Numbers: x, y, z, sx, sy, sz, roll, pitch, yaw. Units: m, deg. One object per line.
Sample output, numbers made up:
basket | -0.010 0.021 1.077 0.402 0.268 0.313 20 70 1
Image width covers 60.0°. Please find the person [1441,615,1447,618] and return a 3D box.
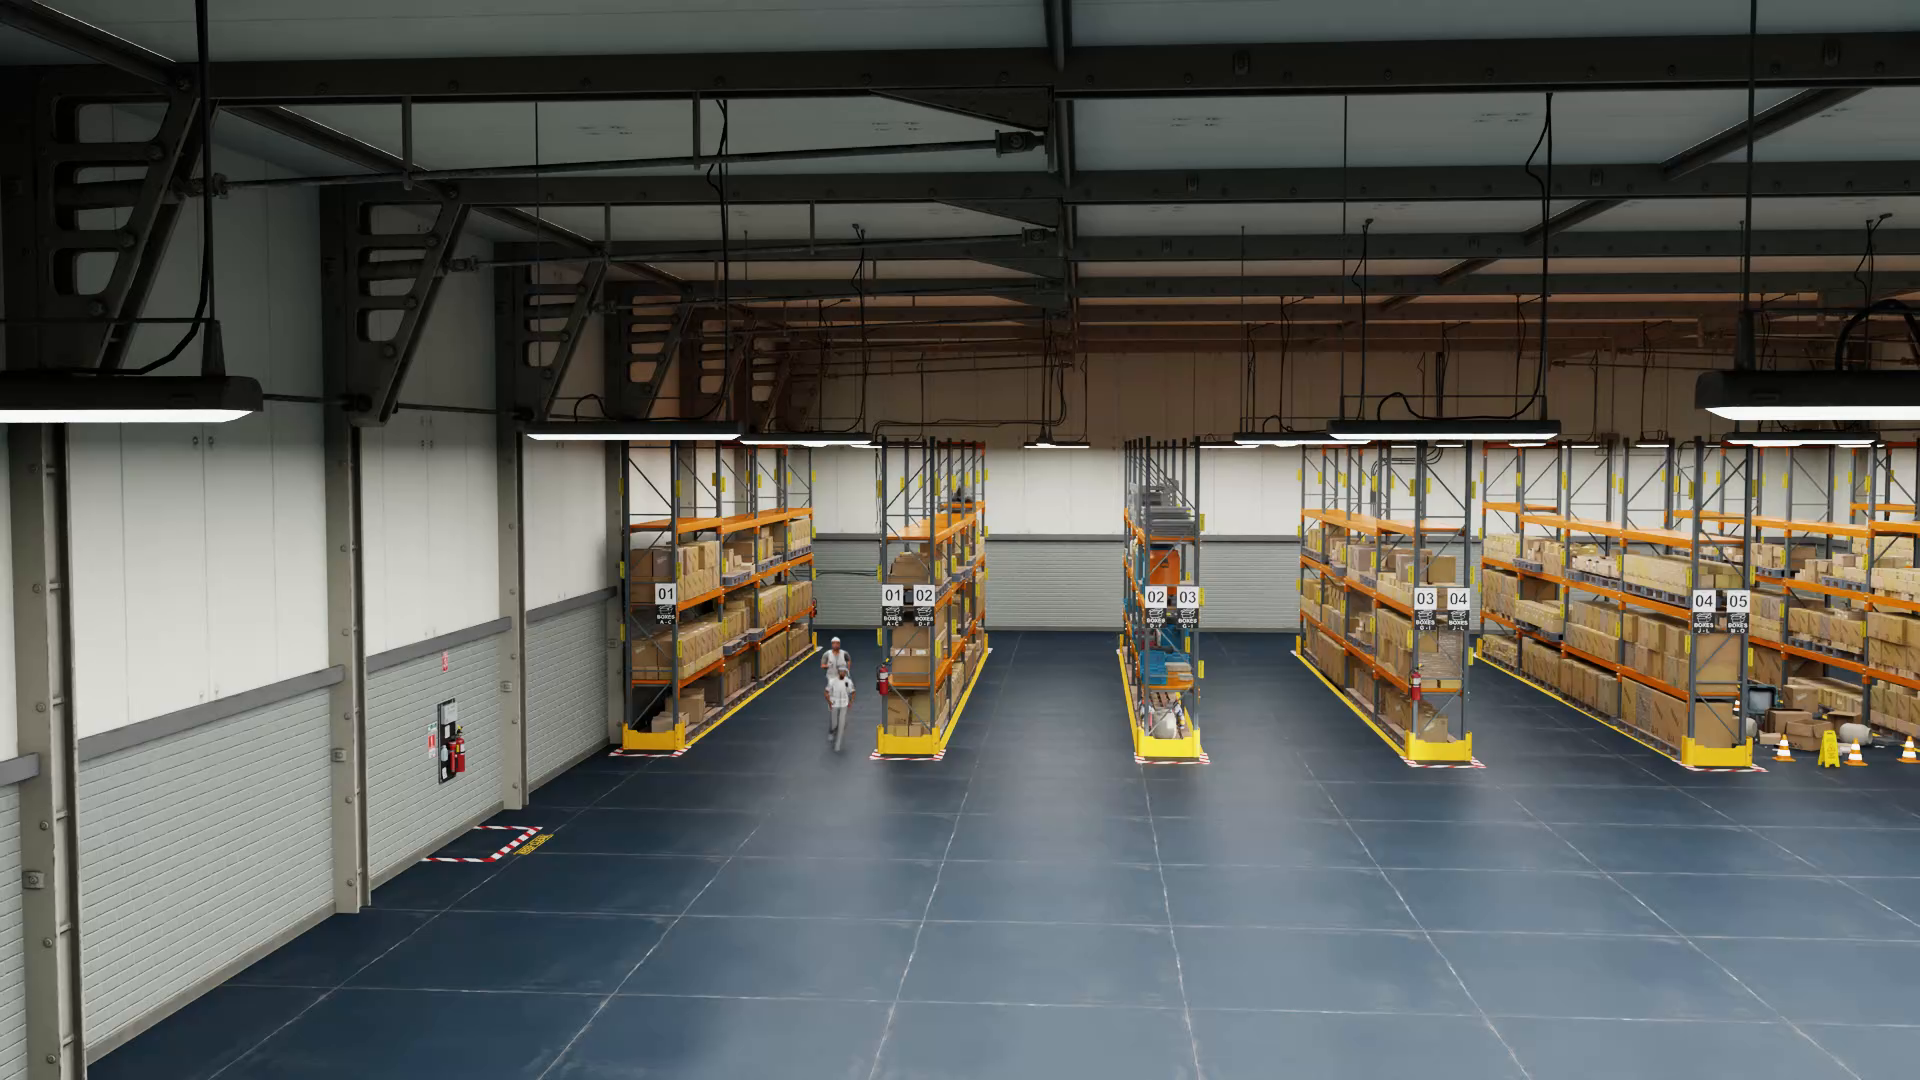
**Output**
person | 13.147 2.500 45.296 0.611 1.616 0.562 0 3 2

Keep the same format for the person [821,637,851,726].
person | -2.600 2.950 34.867 0.637 1.837 0.758 0 3 -5

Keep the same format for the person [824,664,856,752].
person | -2.301 3.205 31.972 0.601 1.680 0.629 -1 3 -11
